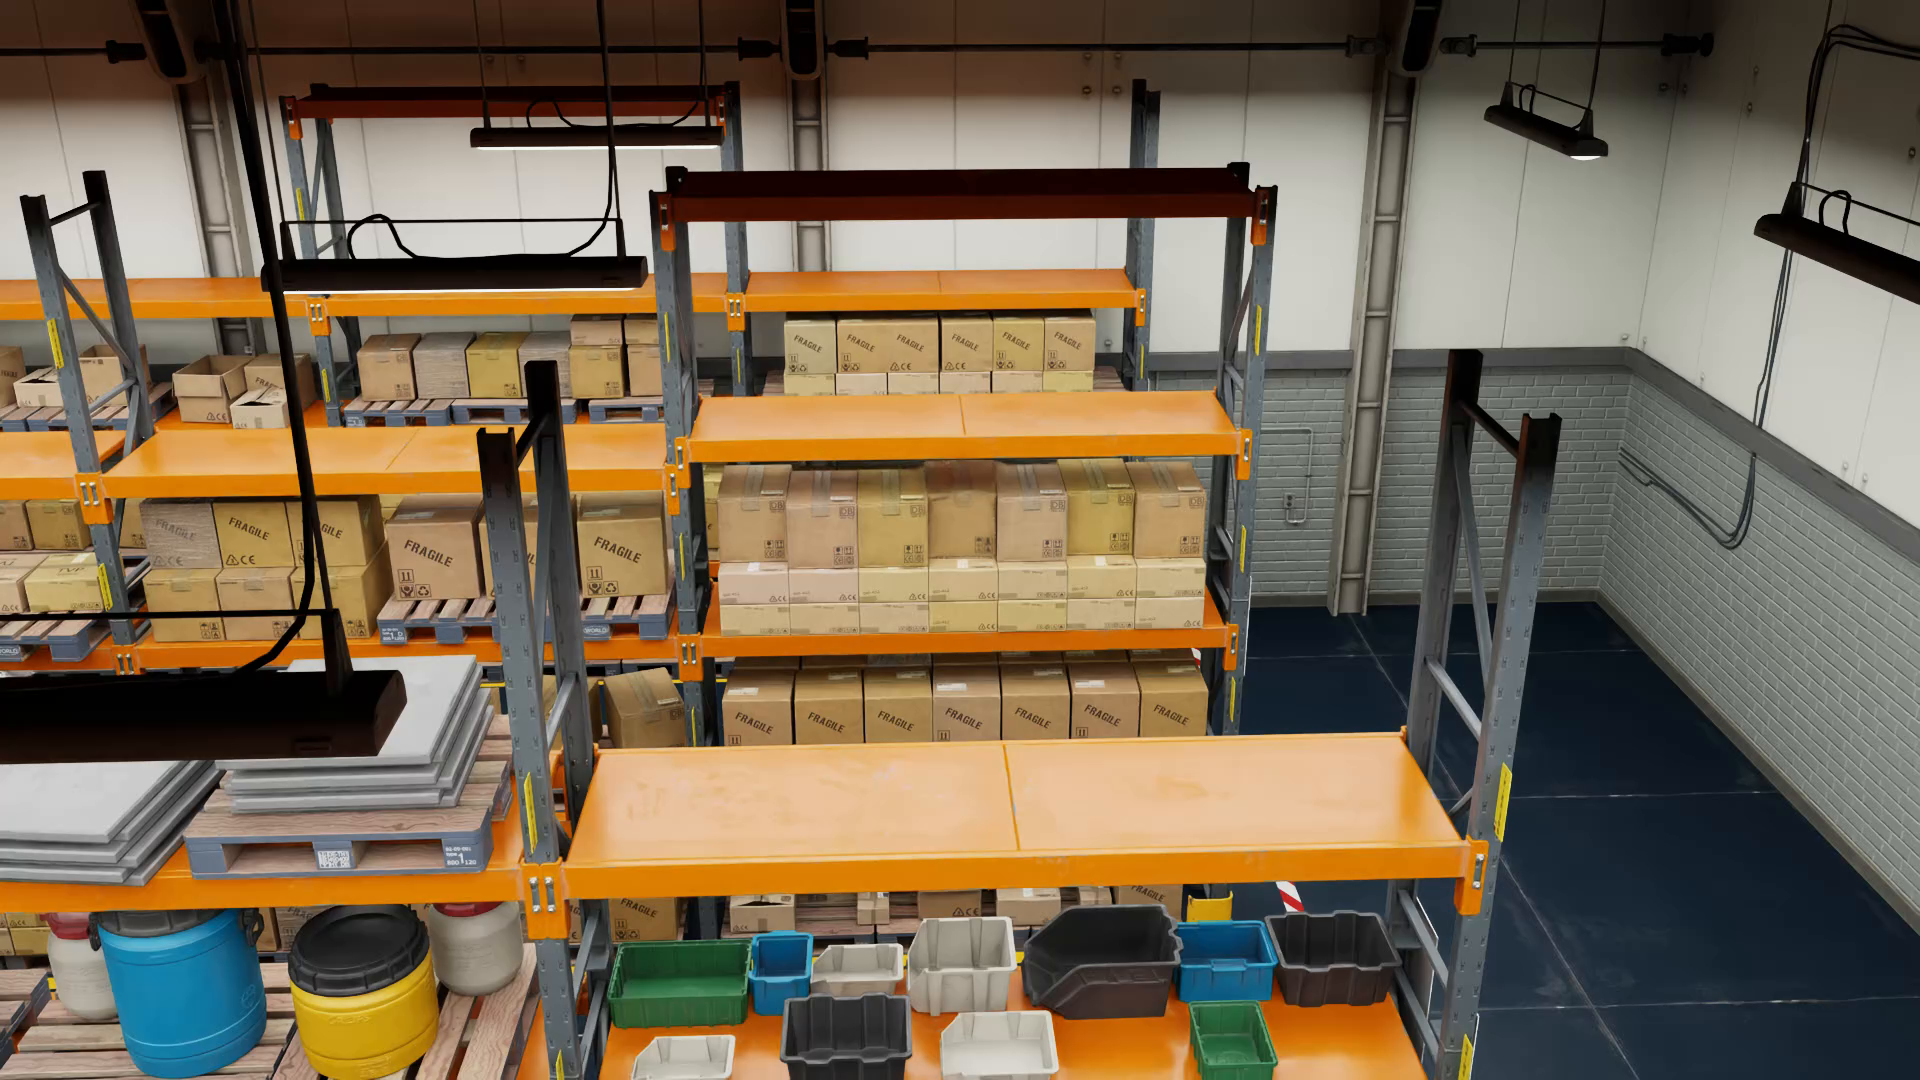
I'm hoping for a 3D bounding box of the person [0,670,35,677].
[{"bbox_3d":[-7.976,1.815,14.396,0.725,1.797,0.647,-10,24,-22],"label":"person"}]
